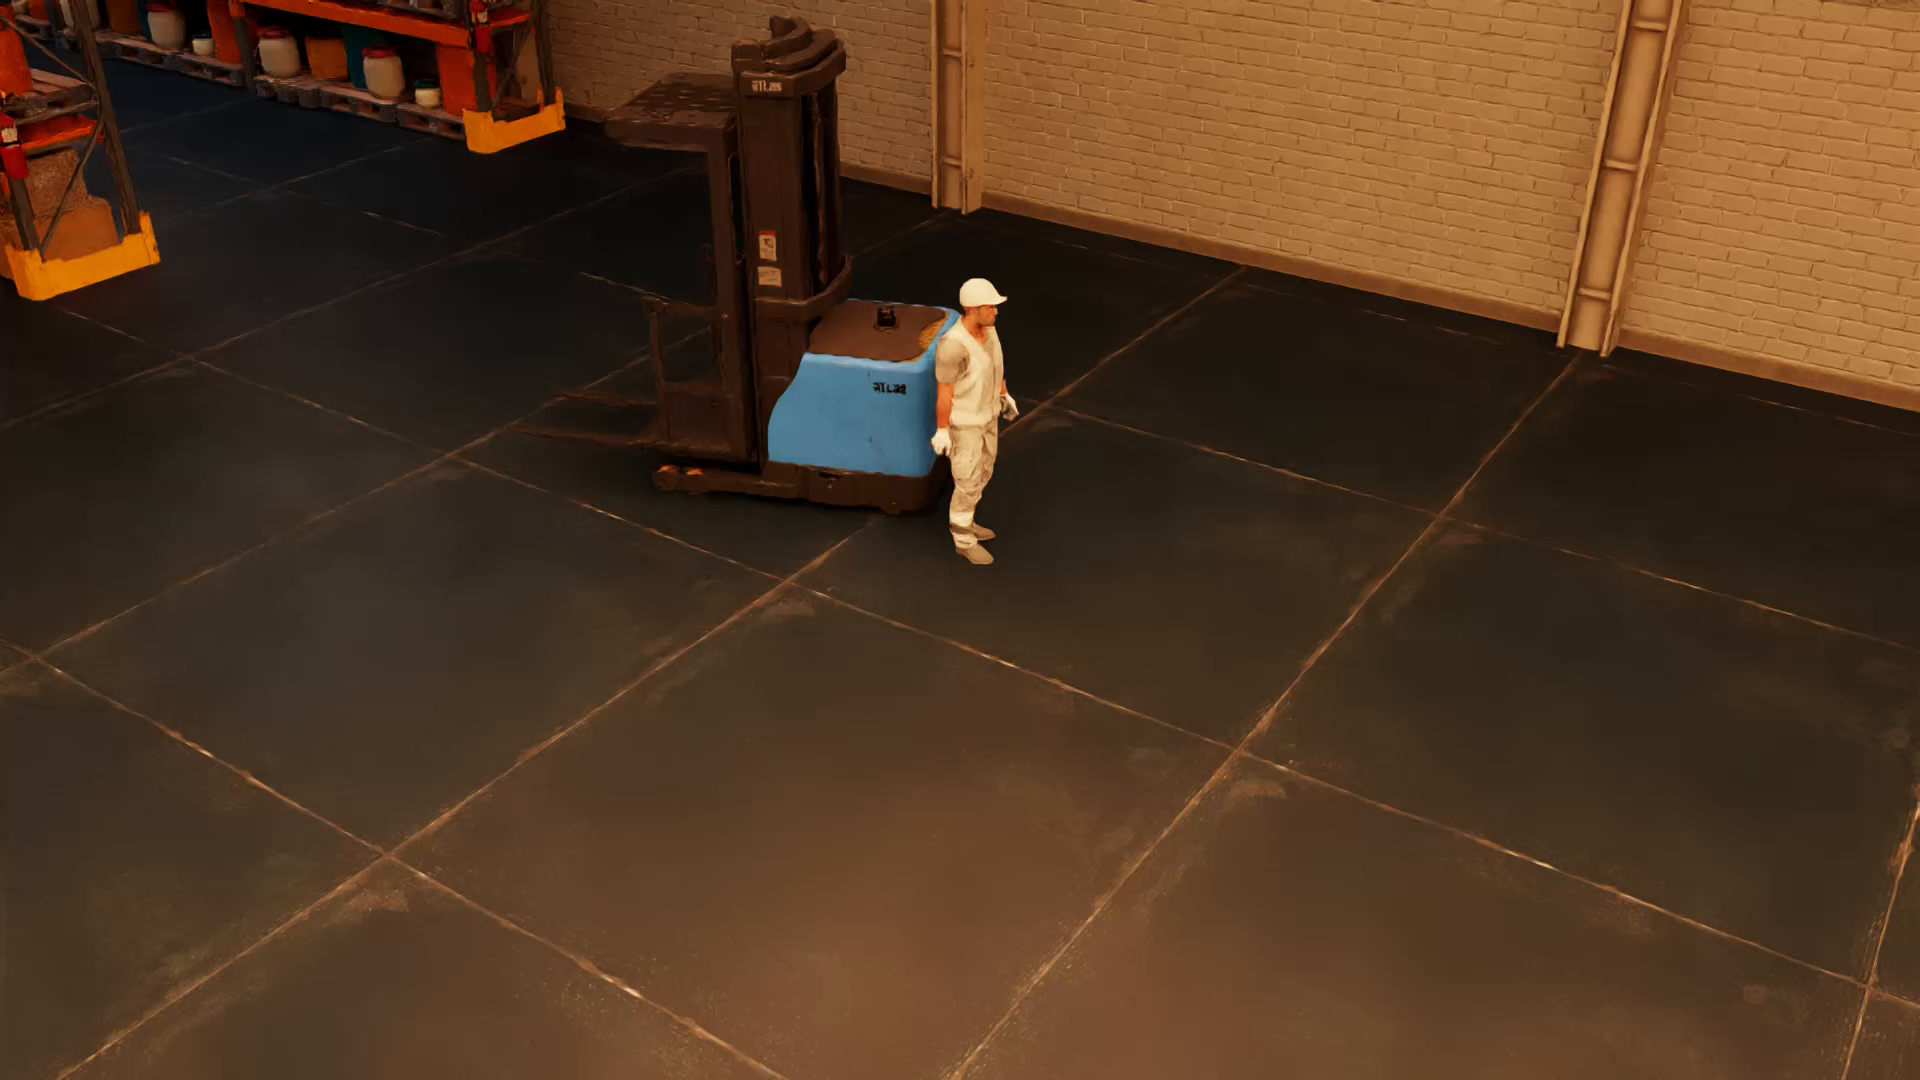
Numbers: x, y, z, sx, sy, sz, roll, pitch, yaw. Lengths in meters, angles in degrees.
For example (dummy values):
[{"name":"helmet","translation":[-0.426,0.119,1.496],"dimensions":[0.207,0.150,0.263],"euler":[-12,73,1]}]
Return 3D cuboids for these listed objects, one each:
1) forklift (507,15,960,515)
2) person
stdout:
[{"name":"forklift","translation":[-1.554,-1.818,10.713],"dimensions":[3.031,2.935,1.130],"euler":[7,31,12]},{"name":"person","translation":[0.095,-0.735,10.017],"dimensions":[0.441,1.788,0.693],"euler":[16,34,26]}]
